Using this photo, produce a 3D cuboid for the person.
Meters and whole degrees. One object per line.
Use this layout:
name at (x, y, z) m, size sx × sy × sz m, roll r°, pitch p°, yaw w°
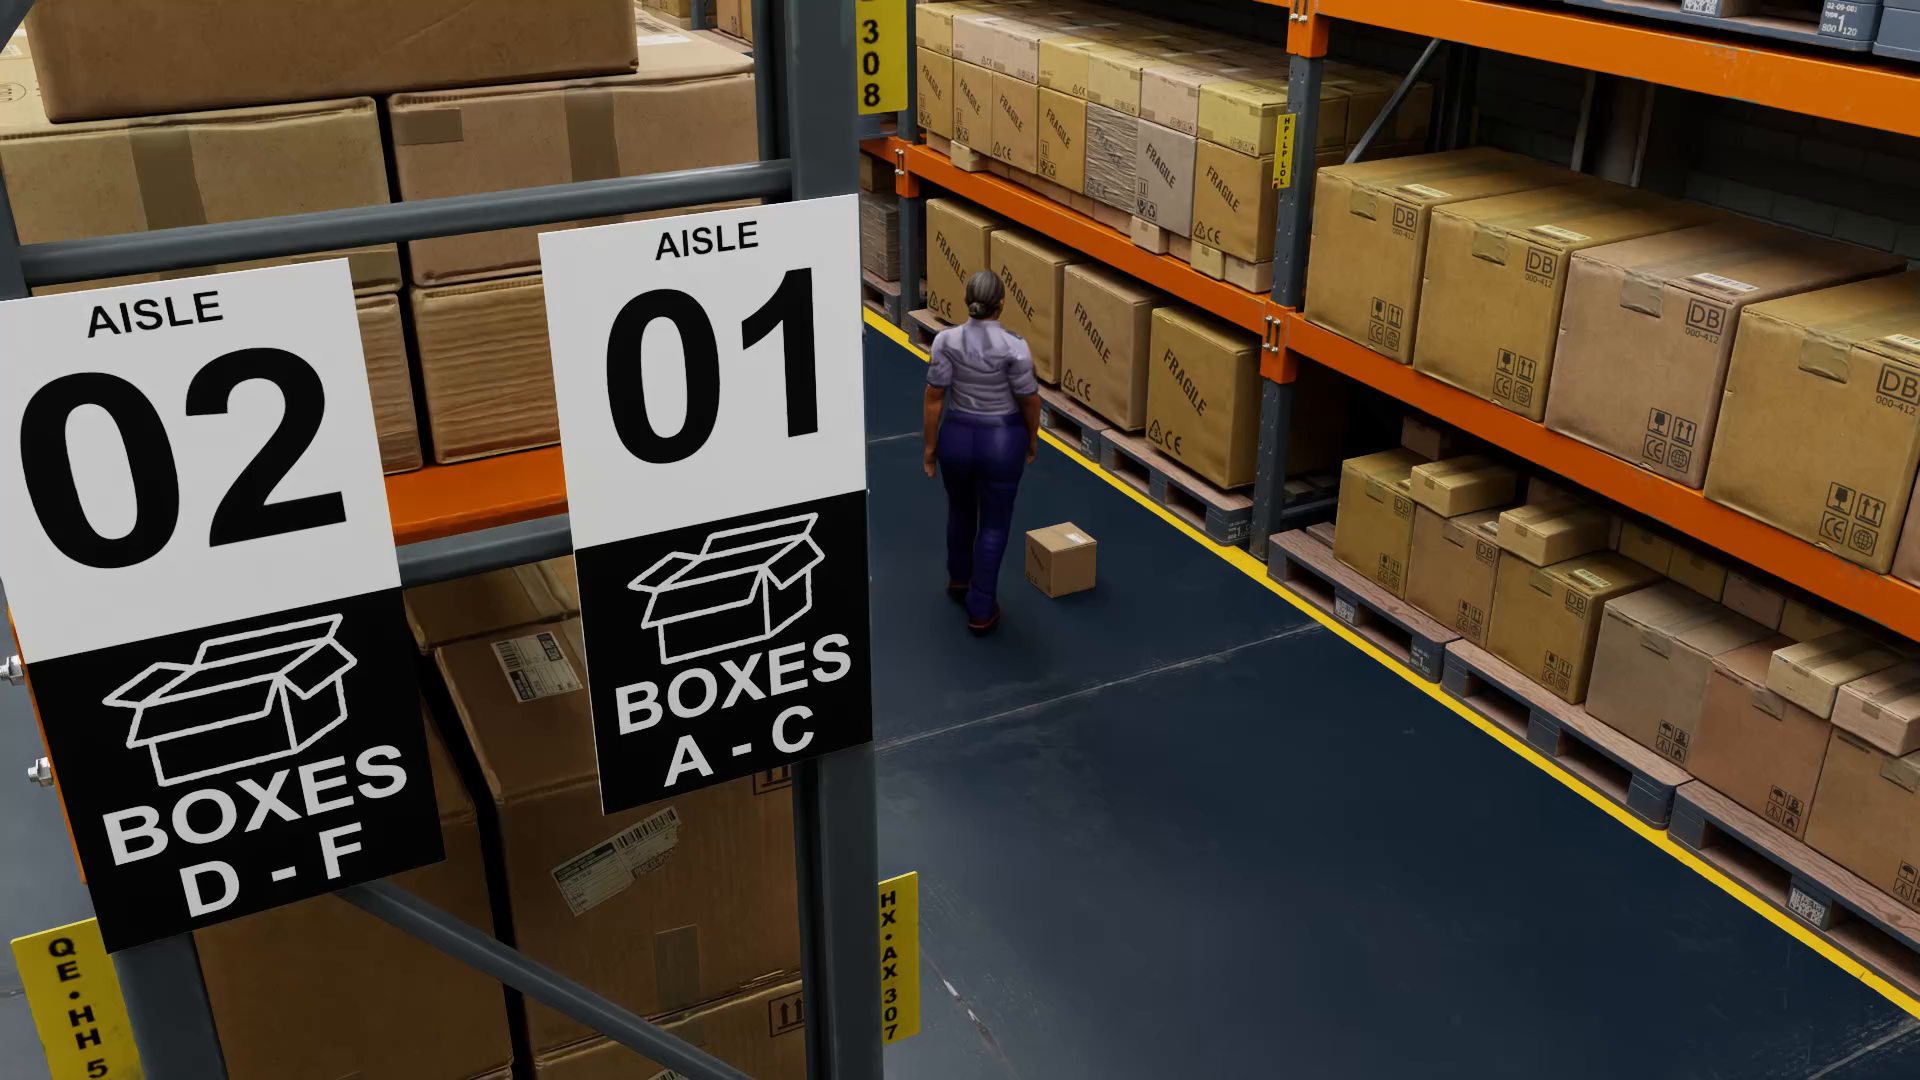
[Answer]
person at (0.111, -0.389, 7.499) m, size 0.517 × 1.724 × 0.569 m, roll 9°, pitch 27°, yaw 19°
